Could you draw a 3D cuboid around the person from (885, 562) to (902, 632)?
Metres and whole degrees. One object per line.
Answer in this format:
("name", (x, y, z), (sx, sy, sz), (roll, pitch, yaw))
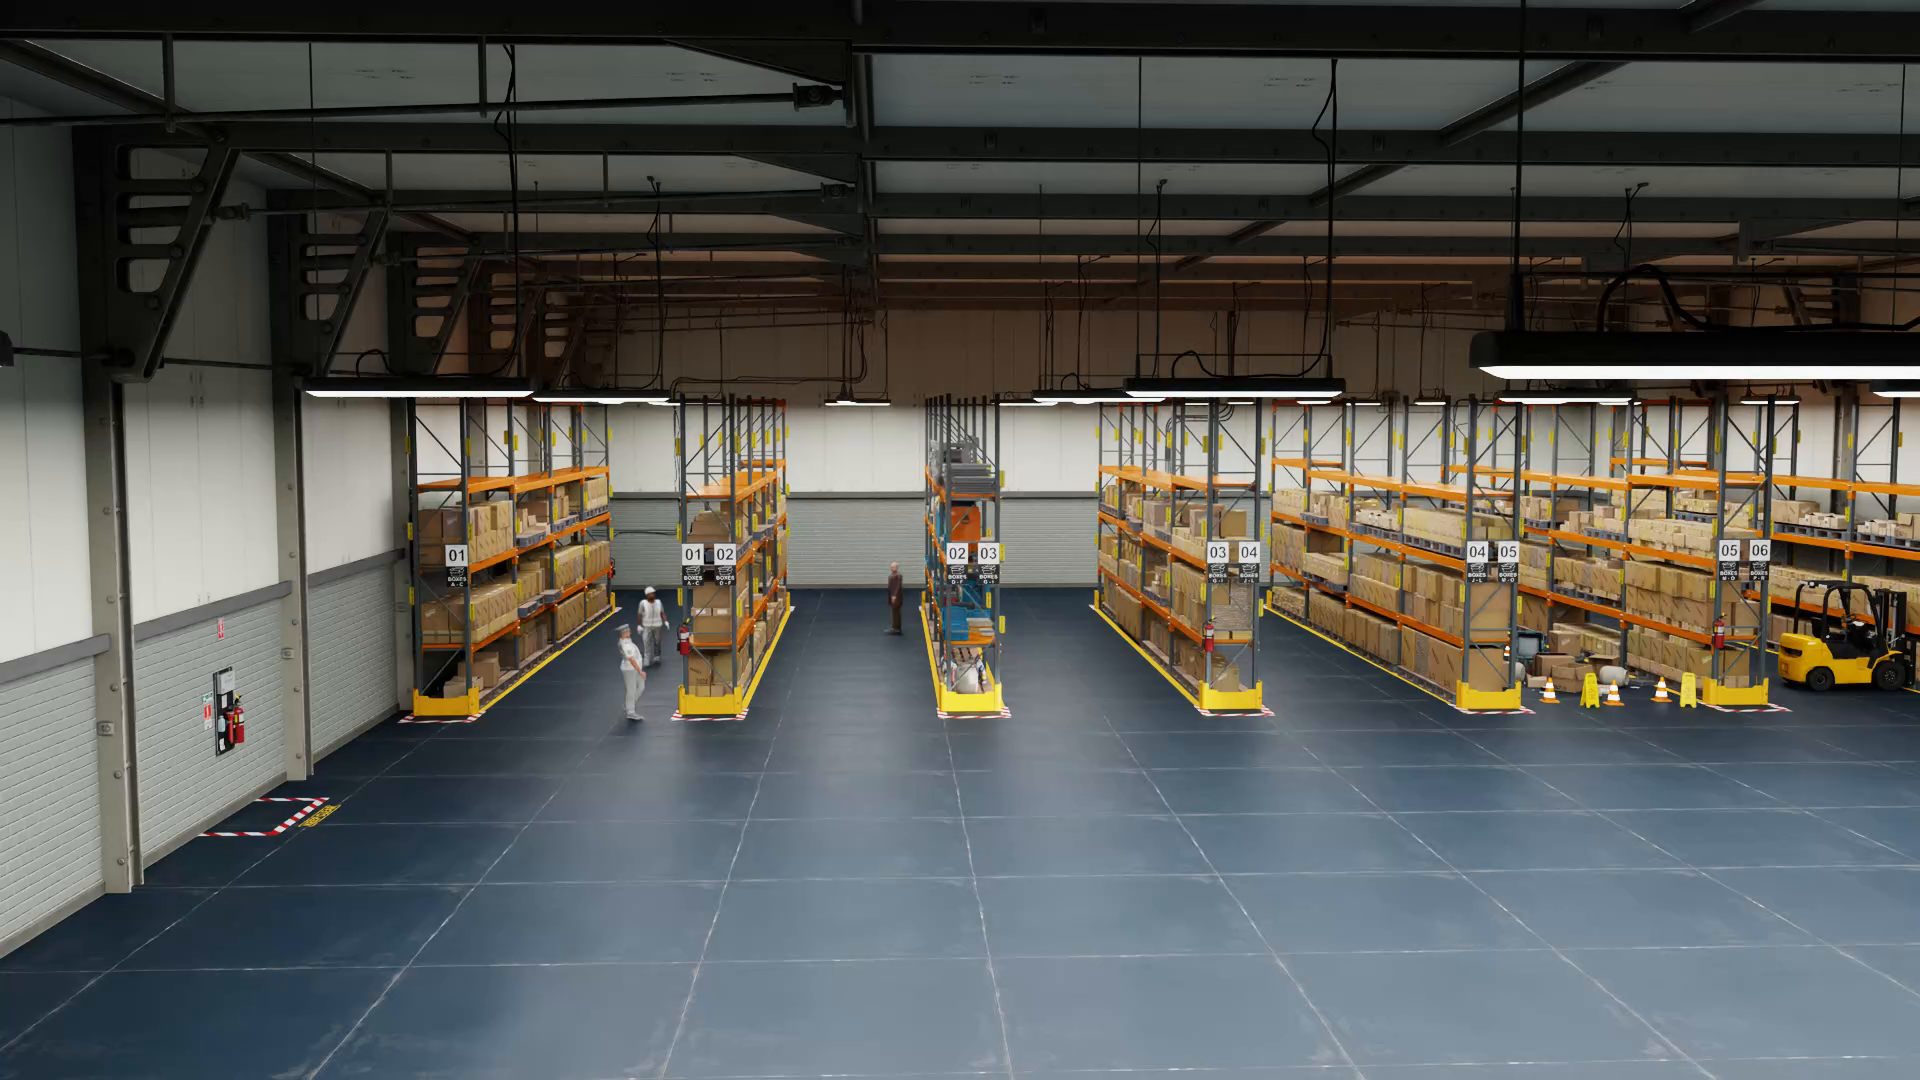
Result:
("person", (-1.713, 1.464, 42.518), (0.483, 1.789, 0.601), (-2, 5, -26))

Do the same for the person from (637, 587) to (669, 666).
("person", (-6.830, 1.914, 37.021), (0.718, 1.729, 1.060), (0, 5, -4))

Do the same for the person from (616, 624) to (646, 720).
("person", (-6.043, 2.435, 30.750), (0.587, 1.794, 0.639), (0, 5, 3))

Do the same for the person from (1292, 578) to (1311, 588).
("person", (10.114, 0.976, 49.090), (0.879, 1.731, 0.619), (-1, 5, -13))
